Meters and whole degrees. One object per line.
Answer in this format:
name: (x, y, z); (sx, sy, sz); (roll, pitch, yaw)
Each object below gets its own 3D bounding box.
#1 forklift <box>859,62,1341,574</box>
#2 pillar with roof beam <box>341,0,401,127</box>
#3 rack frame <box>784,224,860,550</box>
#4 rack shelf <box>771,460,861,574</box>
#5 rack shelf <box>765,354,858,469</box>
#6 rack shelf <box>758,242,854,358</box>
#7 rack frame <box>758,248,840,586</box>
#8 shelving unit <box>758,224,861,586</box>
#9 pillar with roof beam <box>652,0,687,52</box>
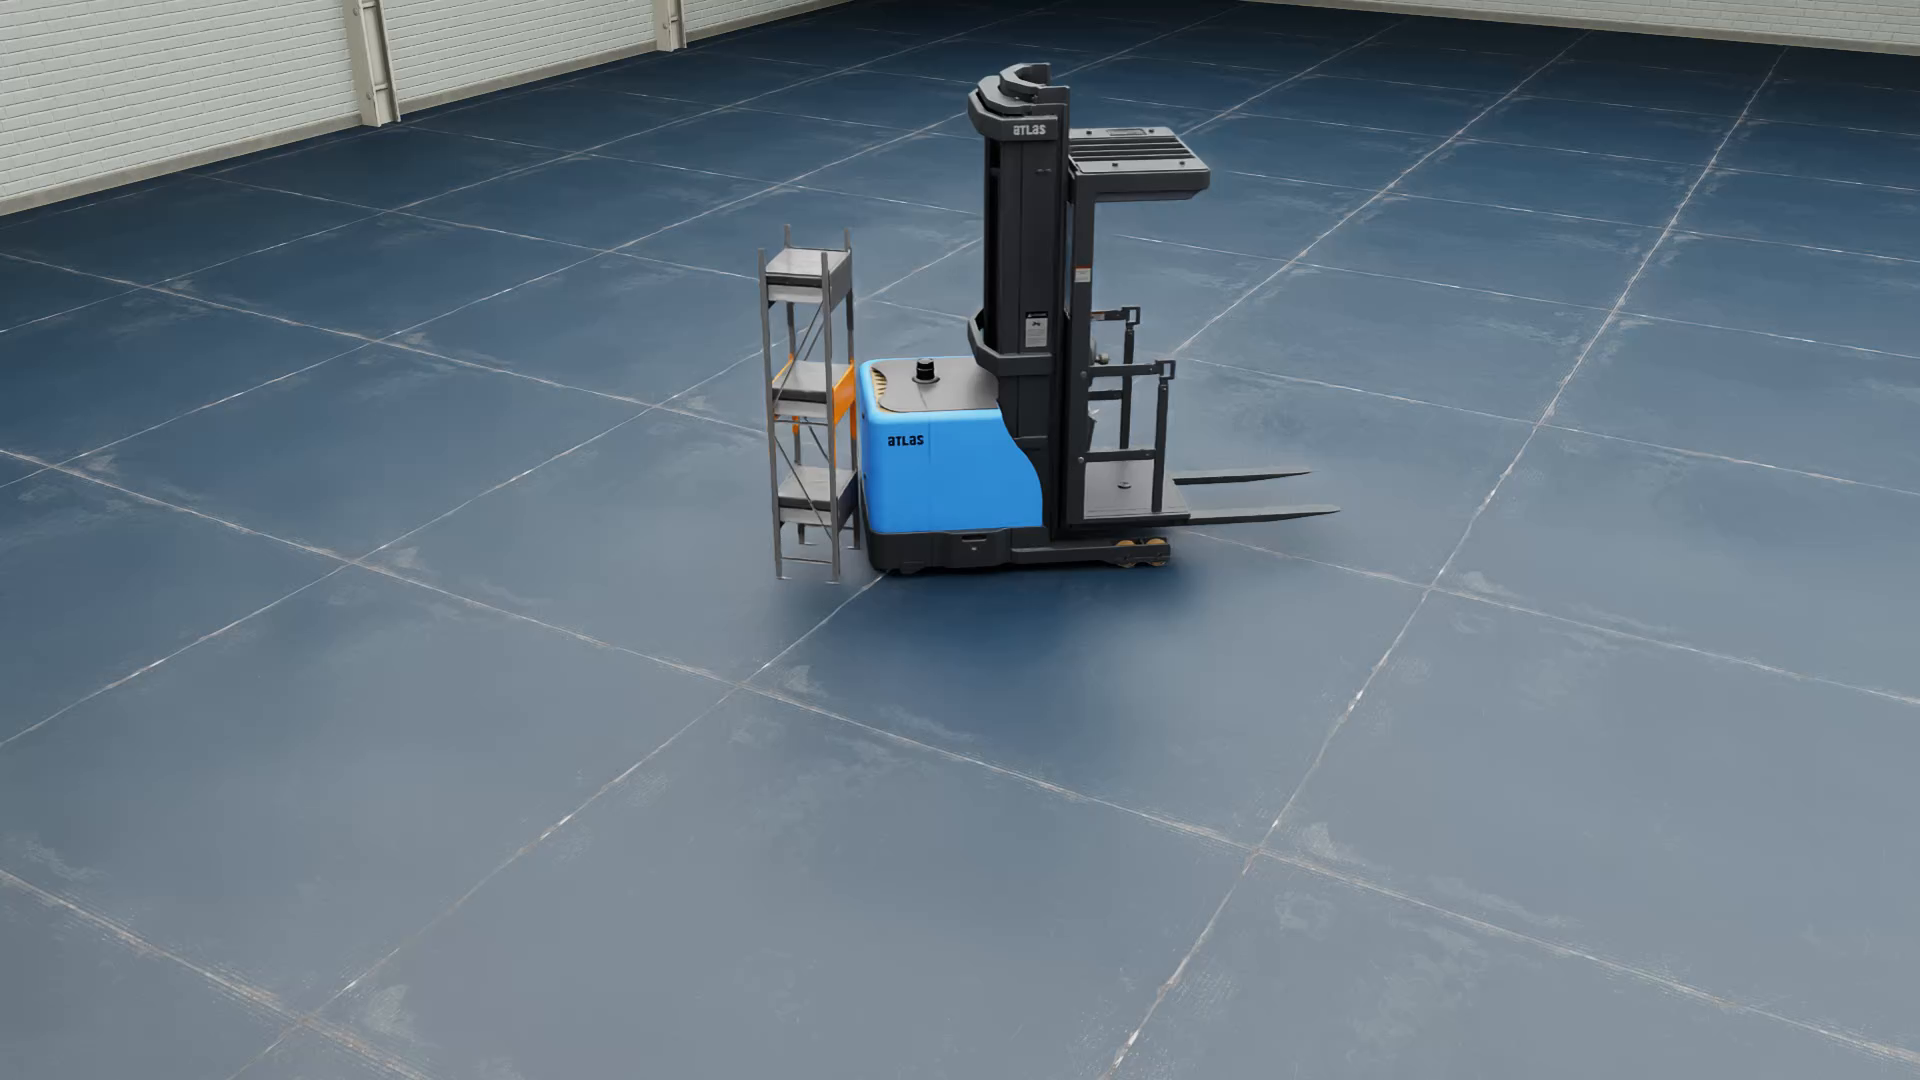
forklift: (0.896, -1.371, 10.215); (3.031, 2.935, 1.130); (-3, 27, -6)
pillar with roof beam: (-3.760, -8.491, 17.660); (9.100, 9.000, 0.400); (14, 30, 26)
rack frame: (-0.836, -0.894, 10.191); (0.400, 2.100, 0.015); (5, 27, 10)
rack shelf: (-0.886, -0.149, 10.297); (0.431, 0.518, 0.480); (5, 27, 10)
rack shelf: (-0.886, -0.775, 9.984); (0.431, 0.518, 0.480); (5, 27, 10)
rack shelf: (-0.886, -1.401, 9.670); (0.431, 0.518, 0.480); (5, 27, 10)
rack frame: (-0.936, -0.681, 9.764); (0.400, 2.100, 0.015); (5, 27, 10)
shelving unit: (-0.886, -0.787, 9.977); (0.431, 2.100, 0.503); (5, 27, 10)
pillar with roof beam: (-0.809, -10.830, 22.331); (9.100, 9.000, 0.400); (14, 30, 26)
